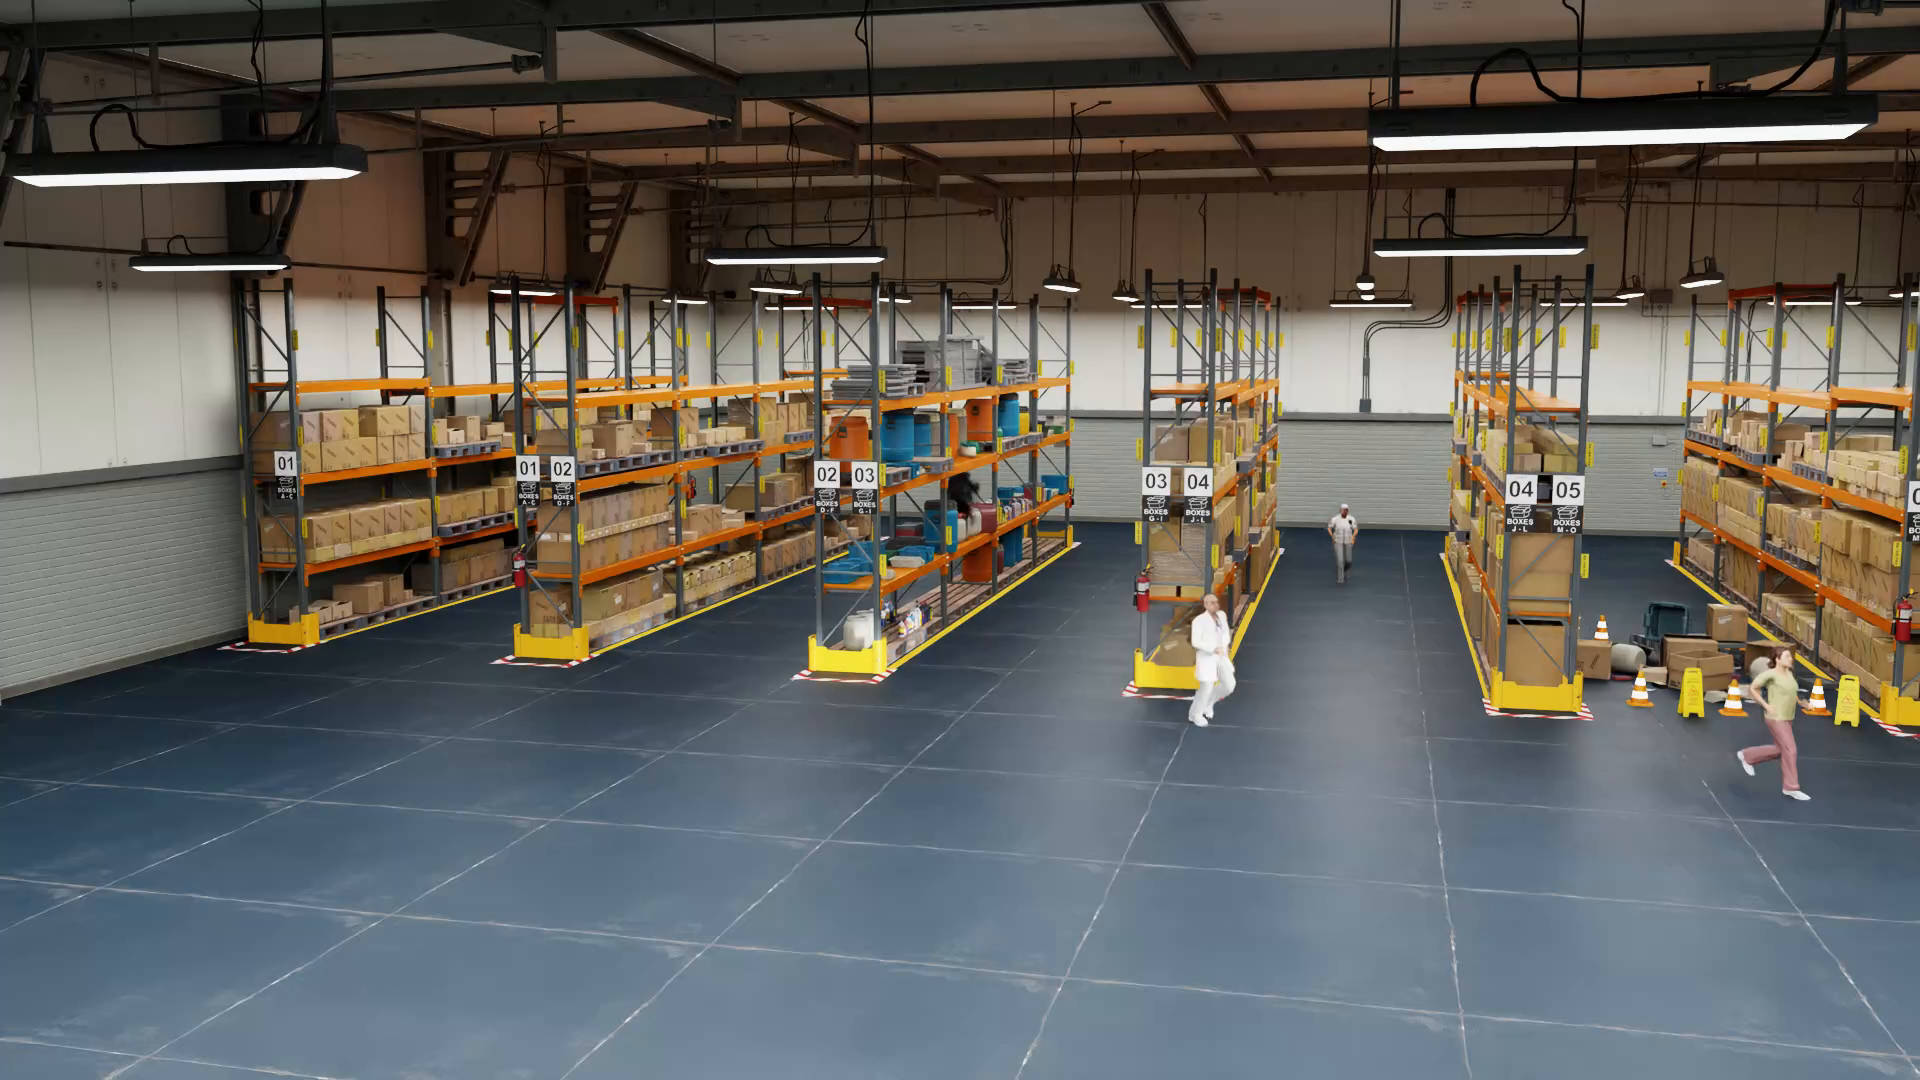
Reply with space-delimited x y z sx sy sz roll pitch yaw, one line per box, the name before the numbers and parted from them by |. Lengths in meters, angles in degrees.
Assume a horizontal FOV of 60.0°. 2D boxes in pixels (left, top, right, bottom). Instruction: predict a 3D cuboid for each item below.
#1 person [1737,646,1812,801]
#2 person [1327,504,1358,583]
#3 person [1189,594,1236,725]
person | 9.031 1.989 18.422 0.579 1.669 0.879 -5 8 -34
person | 7.937 0.064 34.544 0.628 1.624 0.583 1 7 6
person | 3.291 1.562 21.564 0.737 1.737 0.780 -4 8 -29
